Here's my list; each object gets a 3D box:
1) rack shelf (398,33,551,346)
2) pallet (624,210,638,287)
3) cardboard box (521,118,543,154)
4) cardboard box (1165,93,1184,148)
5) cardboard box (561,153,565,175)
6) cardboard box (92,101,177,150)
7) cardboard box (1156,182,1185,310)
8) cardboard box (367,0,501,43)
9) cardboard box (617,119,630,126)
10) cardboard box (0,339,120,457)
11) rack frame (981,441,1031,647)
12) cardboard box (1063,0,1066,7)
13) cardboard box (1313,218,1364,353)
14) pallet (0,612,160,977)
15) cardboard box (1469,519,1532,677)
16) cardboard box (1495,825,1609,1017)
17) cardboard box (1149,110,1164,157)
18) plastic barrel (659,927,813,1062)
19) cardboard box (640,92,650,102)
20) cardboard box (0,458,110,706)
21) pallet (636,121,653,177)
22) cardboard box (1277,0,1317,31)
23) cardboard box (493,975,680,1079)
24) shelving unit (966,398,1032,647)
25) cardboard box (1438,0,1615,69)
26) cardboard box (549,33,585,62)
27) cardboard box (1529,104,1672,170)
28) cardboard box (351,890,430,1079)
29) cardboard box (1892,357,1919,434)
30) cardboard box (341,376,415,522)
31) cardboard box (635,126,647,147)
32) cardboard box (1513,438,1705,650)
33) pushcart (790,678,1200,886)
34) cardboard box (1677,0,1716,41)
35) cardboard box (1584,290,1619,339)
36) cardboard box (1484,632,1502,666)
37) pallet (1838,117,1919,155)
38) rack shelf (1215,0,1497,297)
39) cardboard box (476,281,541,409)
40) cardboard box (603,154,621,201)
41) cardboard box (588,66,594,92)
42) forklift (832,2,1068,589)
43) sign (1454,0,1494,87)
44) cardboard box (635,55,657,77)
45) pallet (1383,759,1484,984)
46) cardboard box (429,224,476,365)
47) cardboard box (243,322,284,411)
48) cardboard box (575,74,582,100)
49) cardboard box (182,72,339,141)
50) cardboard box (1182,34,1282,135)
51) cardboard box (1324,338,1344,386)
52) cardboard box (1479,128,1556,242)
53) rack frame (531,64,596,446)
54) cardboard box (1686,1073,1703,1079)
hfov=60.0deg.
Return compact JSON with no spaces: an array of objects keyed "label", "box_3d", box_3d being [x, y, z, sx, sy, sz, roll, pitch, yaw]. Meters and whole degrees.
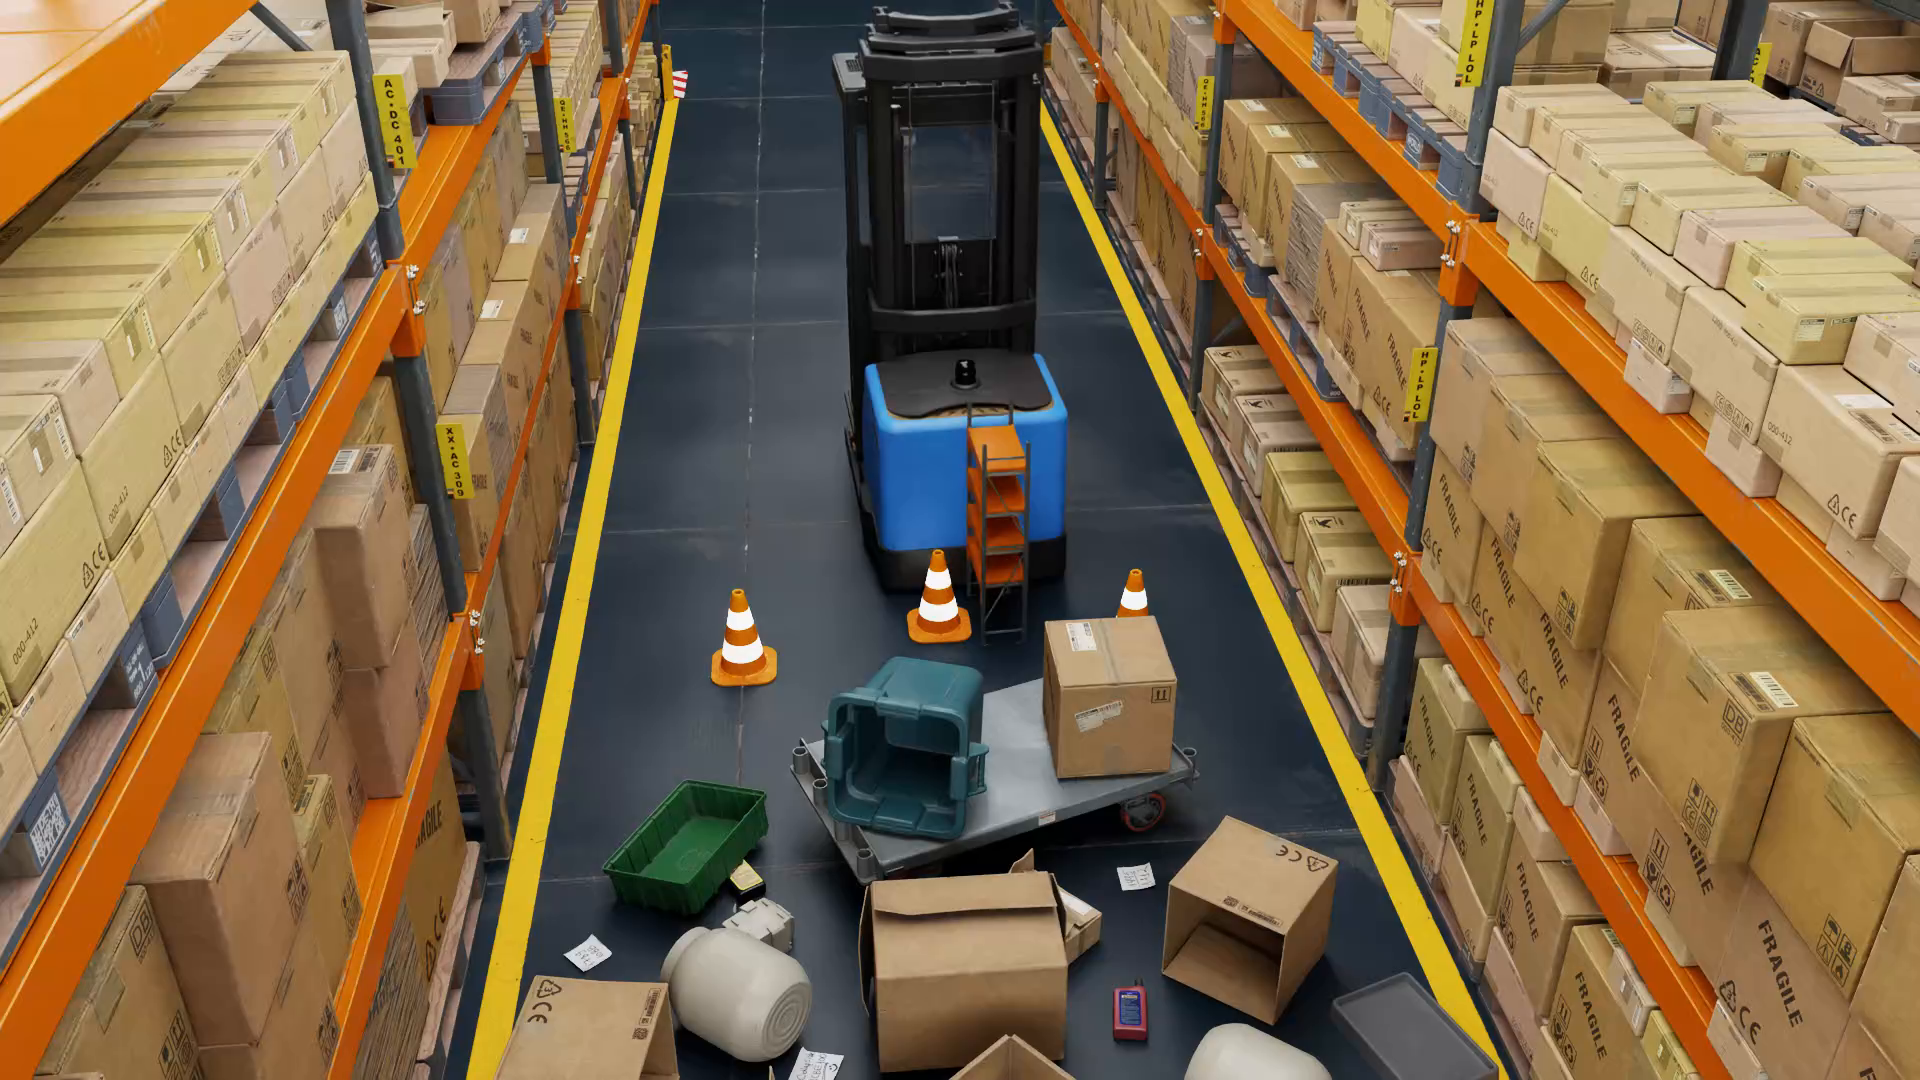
[{"label":"rack shelf","box_3d":[-2.686,-1.870,7.732,1.077,0.370,4.000,-3,31,-5]},{"label":"pallet","box_3d":[-3.172,-2.360,13.495,1.003,0.211,1.213,-3,31,-5]},{"label":"cardboard box","box_3d":[-2.723,-2.487,10.244,0.380,0.149,0.250,-3,31,-5]},{"label":"cardboard box","box_3d":[1.697,-2.848,11.251,0.500,0.250,0.500,-4,31,-6]},{"label":"cardboard box","box_3d":[-2.738,-2.360,10.611,0.380,0.149,0.250,-1,31,-2]},{"label":"cardboard box","box_3d":[-2.732,-1.181,5.226,0.500,0.250,0.500,-3,31,-4]},{"label":"cardboard box","box_3d":[1.985,-2.281,12.306,0.875,0.875,0.875,-2,31,-4]},{"label":"cardboard box","box_3d":[-2.431,-2.592,7.634,0.500,0.500,0.500,-3,31,-5]},{"label":"cardboard box","box_3d":[-3.112,-3.622,14.679,0.380,0.149,0.250,-3,31,-5]},{"label":"cardboard box","box_3d":[-1.934,-0.278,3.325,0.380,0.149,0.250,-3,31,-5]},{"label":"rack frame","box_3d":[0.231,0.039,8.514,0.240,1.200,0.015,-4,31,-7]},{"label":"cardboard box","box_3d":[1.226,-5.297,15.595,0.500,0.500,0.500,-2,31,-3]},{"label":"cardboard box","box_3d":[2.059,-1.251,8.122,0.500,0.500,0.500,-2,31,-3]},{"label":"pallet","box_3d":[-2.205,0.544,3.075,1.003,0.211,1.213,-3,31,-5]},{"label":"cardboard box","box_3d":[2.254,0.164,6.163,0.500,0.500,0.500,-3,31,-5]},{"label":"cardboard box","box_3d":[2.315,1.371,6.069,0.500,0.500,0.500,-1,31,-2]},{"label":"cardboard box","box_3d":[1.646,-2.900,11.826,0.500,0.250,0.500,-3,31,-5]},{"label":"plastic barrel","box_3d":[-0.866,1.742,6.421,0.512,0.421,0.421,20,36,29]},{"label":"cardboard box","box_3d":[-3.170,-4.164,15.877,0.380,0.149,0.250,-1,31,-2]},{"label":"cardboard box","box_3d":[-1.963,0.080,3.114,0.500,0.250,0.500,-3,31,-5]},{"label":"pallet","box_3d":[-3.461,-3.723,15.776,1.003,0.211,1.213,-3,31,-5]},{"label":"cardboard box","box_3d":[2.125,-3.047,8.904,0.700,0.500,0.500,-3,31,-5]},{"label":"cardboard box","box_3d":[-1.332,1.946,6.003,0.500,0.500,0.500,2,31,4]},{"label":"shelving unit","box_3d":[0.194,-0.085,8.722,0.258,1.200,0.503,-4,31,-7]},{"label":"cardboard box","box_3d":[2.239,-2.067,6.609,0.500,0.250,0.500,-2,31,-3]},{"label":"cardboard box","box_3d":[-2.922,-3.558,12.036,0.380,0.149,0.250,-4,31,-6]},{"label":"cardboard box","box_3d":[2.178,-1.373,5.666,0.380,0.149,0.250,-2,31,-3]},{"label":"cardboard box","box_3d":[-2.422,1.647,5.731,0.875,0.875,0.875,-3,31,-4]},{"label":"cardboard box","box_3d":[2.452,-0.317,3.898,0.380,0.149,0.250,-3,31,-5]},{"label":"cardboard box","box_3d":[-2.499,-0.208,5.973,0.875,0.550,0.550,-3,31,-5]},{"label":"cardboard box","box_3d":[-3.122,-3.772,15.511,0.380,0.149,0.250,-4,31,-6]},{"label":"cardboard box","box_3d":[2.291,-0.004,5.469,0.700,0.500,0.500,-3,31,-6]},{"label":"pushcart","box_3d":[0.155,1.102,7.537,1.648,0.377,0.936,-14,33,-22]},{"label":"cardboard box","box_3d":[6.437,-4.448,13.765,0.700,0.500,0.500,-2,31,-3]},{"label":"cardboard box","box_3d":[2.291,-0.780,5.451,0.380,0.149,0.250,-2,31,-3]},{"label":"cardboard box","box_3d":[2.261,0.386,6.423,0.380,0.149,0.250,-3,31,-5]},{"label":"pallet","box_3d":[6.855,-2.701,11.534,1.213,0.211,1.003,-3,31,-5]},{"label":"rack shelf","box_3d":[2.233,-2.159,8.215,1.077,0.370,4.000,-3,31,-5]},{"label":"cardboard box","box_3d":[-2.419,-0.966,8.345,0.500,0.500,0.500,-2,31,-4]},{"label":"cardboard box","box_3d":[-2.890,-2.752,12.729,0.500,0.250,0.500,-1,31,-2]},{"label":"cardboard box","box_3d":[-2.943,-3.445,12.429,0.380,0.149,0.250,-4,31,-7]},{"label":"forklift","box_3d":[-0.137,-1.725,9.780,1.130,2.935,3.031,-4,31,-7]},{"label":"sign","box_3d":[1.868,-1.809,6.040,0.100,0.325,0.005,-3,31,-5]},{"label":"cardboard box","box_3d":[-3.201,-4.693,16.472,0.380,0.149,0.250,-3,31,-6]},{"label":"pallet","box_3d":[2.518,1.380,7.234,1.003,0.211,1.213,-3,31,-5]},{"label":"cardboard box","box_3d":[-2.648,-1.116,7.620,0.700,0.500,0.500,-3,31,-4]},{"label":"cardboard box","box_3d":[-2.026,-0.452,4.394,0.380,0.149,0.250,-3,31,-5]},{"label":"cardboard box","box_3d":[-2.869,-3.164,11.667,0.380,0.149,0.250,-2,31,-3]},{"label":"cardboard box","box_3d":[-2.124,-1.315,5.061,0.380,0.149,0.250,-3,31,-5]},{"label":"cardboard box","box_3d":[1.738,-2.924,10.648,0.500,0.500,0.500,-4,31,-6]},{"label":"cardboard box","box_3d":[2.003,-0.876,8.126,0.380,0.149,0.250,-3,31,-4]},{"label":"cardboard box","box_3d":[2.189,-1.272,5.885,0.500,0.250,0.500,-3,31,-6]},{"label":"rack frame","box_3d":[-2.873,-1.912,10.026,1.000,3.000,0.127,-3,31,-5]},{"label":"cardboard box","box_3d":[2.358,1.703,4.882,0.380,0.149,0.250,-2,31,-3]}]
